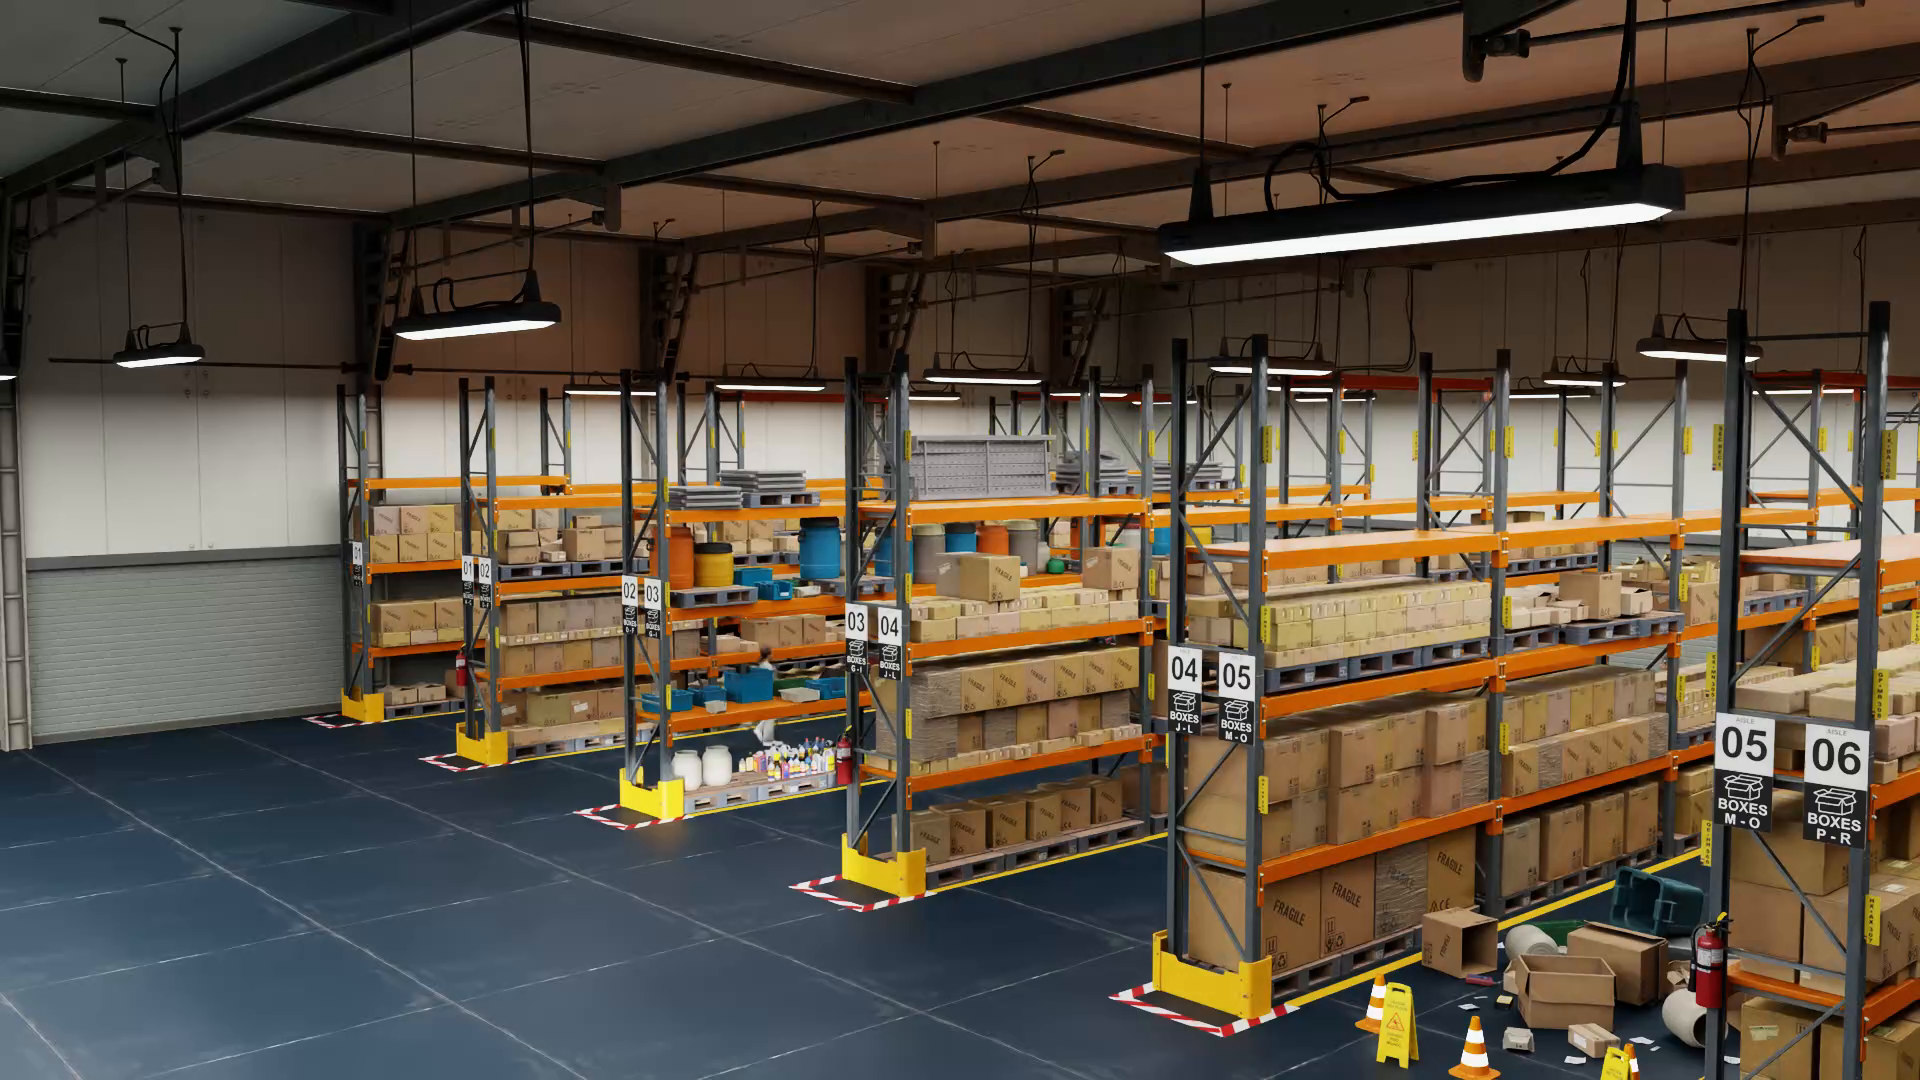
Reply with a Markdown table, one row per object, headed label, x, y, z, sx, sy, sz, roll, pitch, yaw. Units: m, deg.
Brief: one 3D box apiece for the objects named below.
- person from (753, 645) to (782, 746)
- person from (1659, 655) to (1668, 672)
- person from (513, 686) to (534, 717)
| label | x | y | z | sx | sy | sz | roll | pitch | yaw |
| --- | --- | --- | --- | --- | --- | --- | --- | --- | --- |
| person | -3.136 | 2.538 | 27.133 | 0.484 | 1.661 | 0.447 | 0 | 4 | -6 |
| person | 11.115 | 2.611 | 26.127 | 0.707 | 1.653 | 0.498 | -4 | 5 | -43 |
| person | -7.523 | 2.395 | 28.627 | 0.414 | 1.782 | 0.587 | 3 | 5 | 43 |
